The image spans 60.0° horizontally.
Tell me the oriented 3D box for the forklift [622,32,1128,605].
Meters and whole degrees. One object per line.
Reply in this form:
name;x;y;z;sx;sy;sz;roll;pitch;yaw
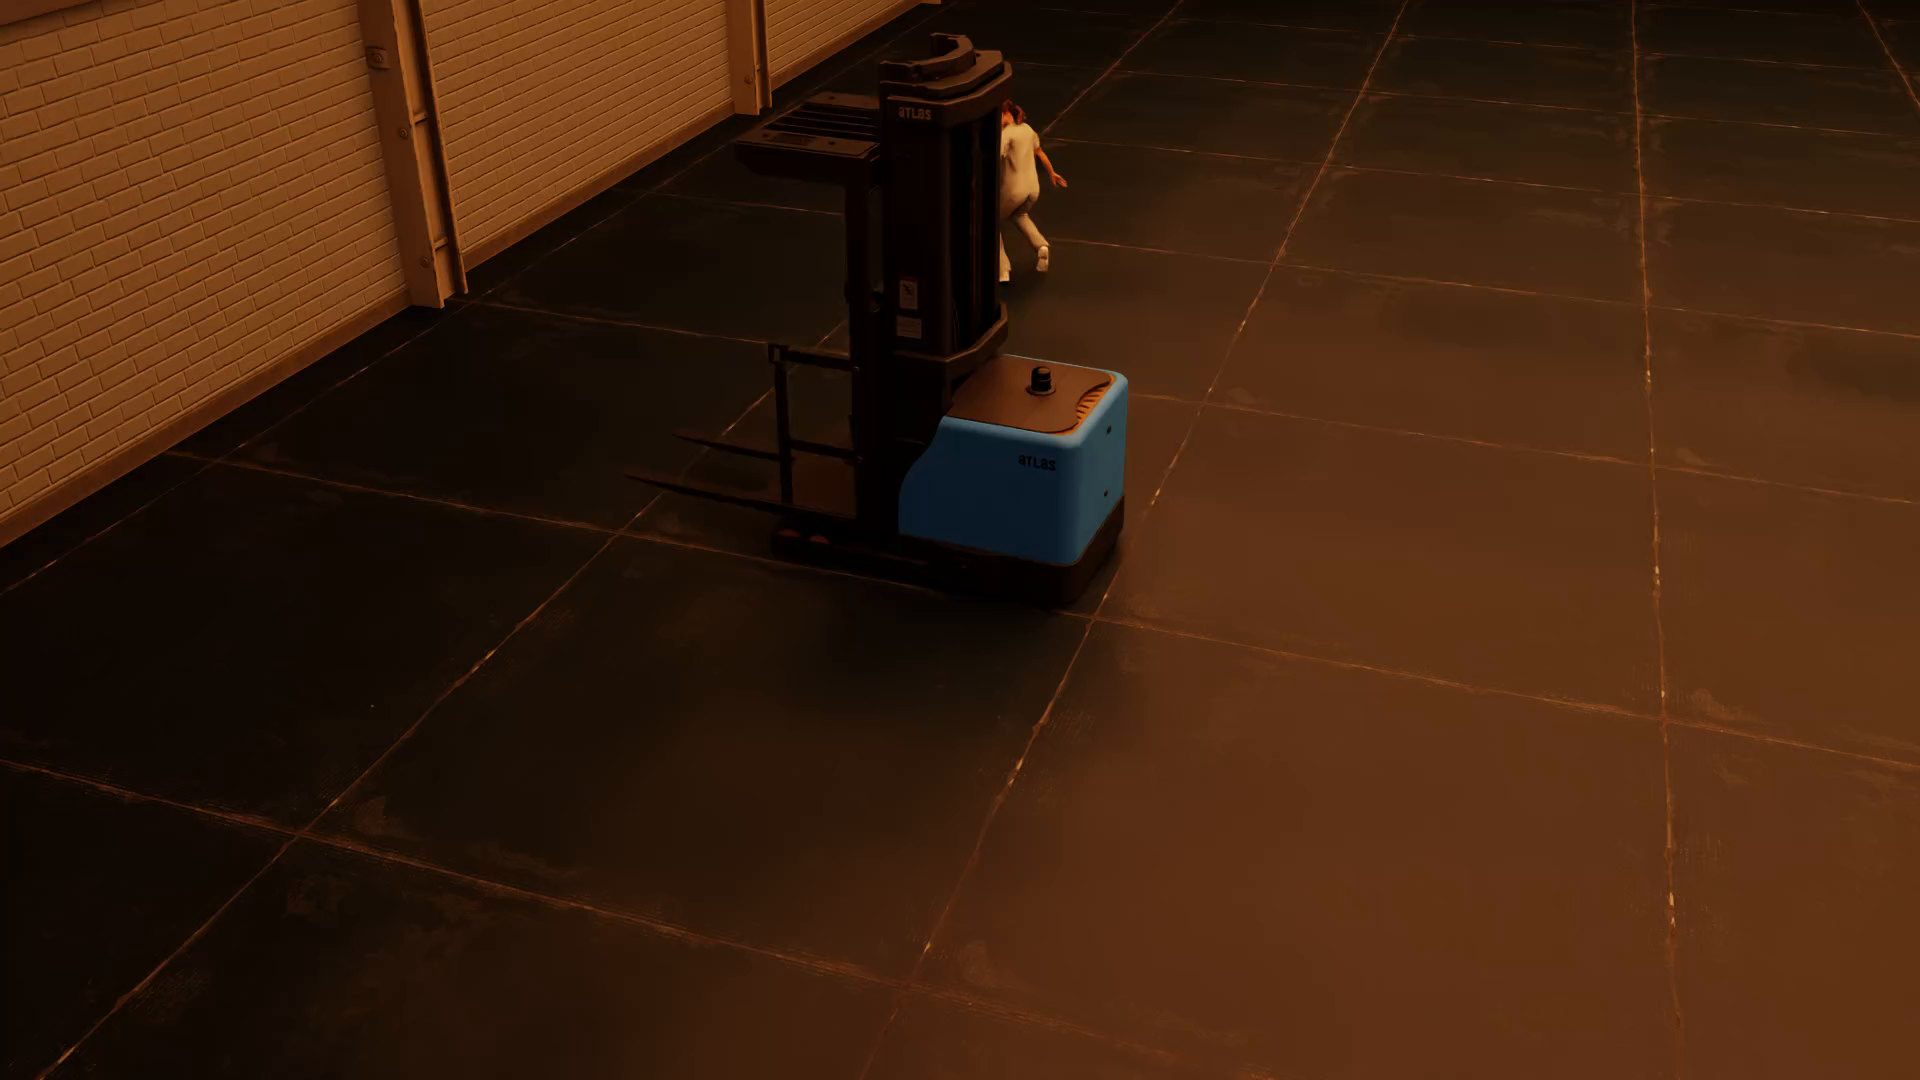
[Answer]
forklift;-0.581;-1.364;9.530;3.031;2.935;1.130;11;32;19

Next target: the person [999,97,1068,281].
person;0.476;-2.909;13.736;0.877;1.537;0.471;-26;38;-37
